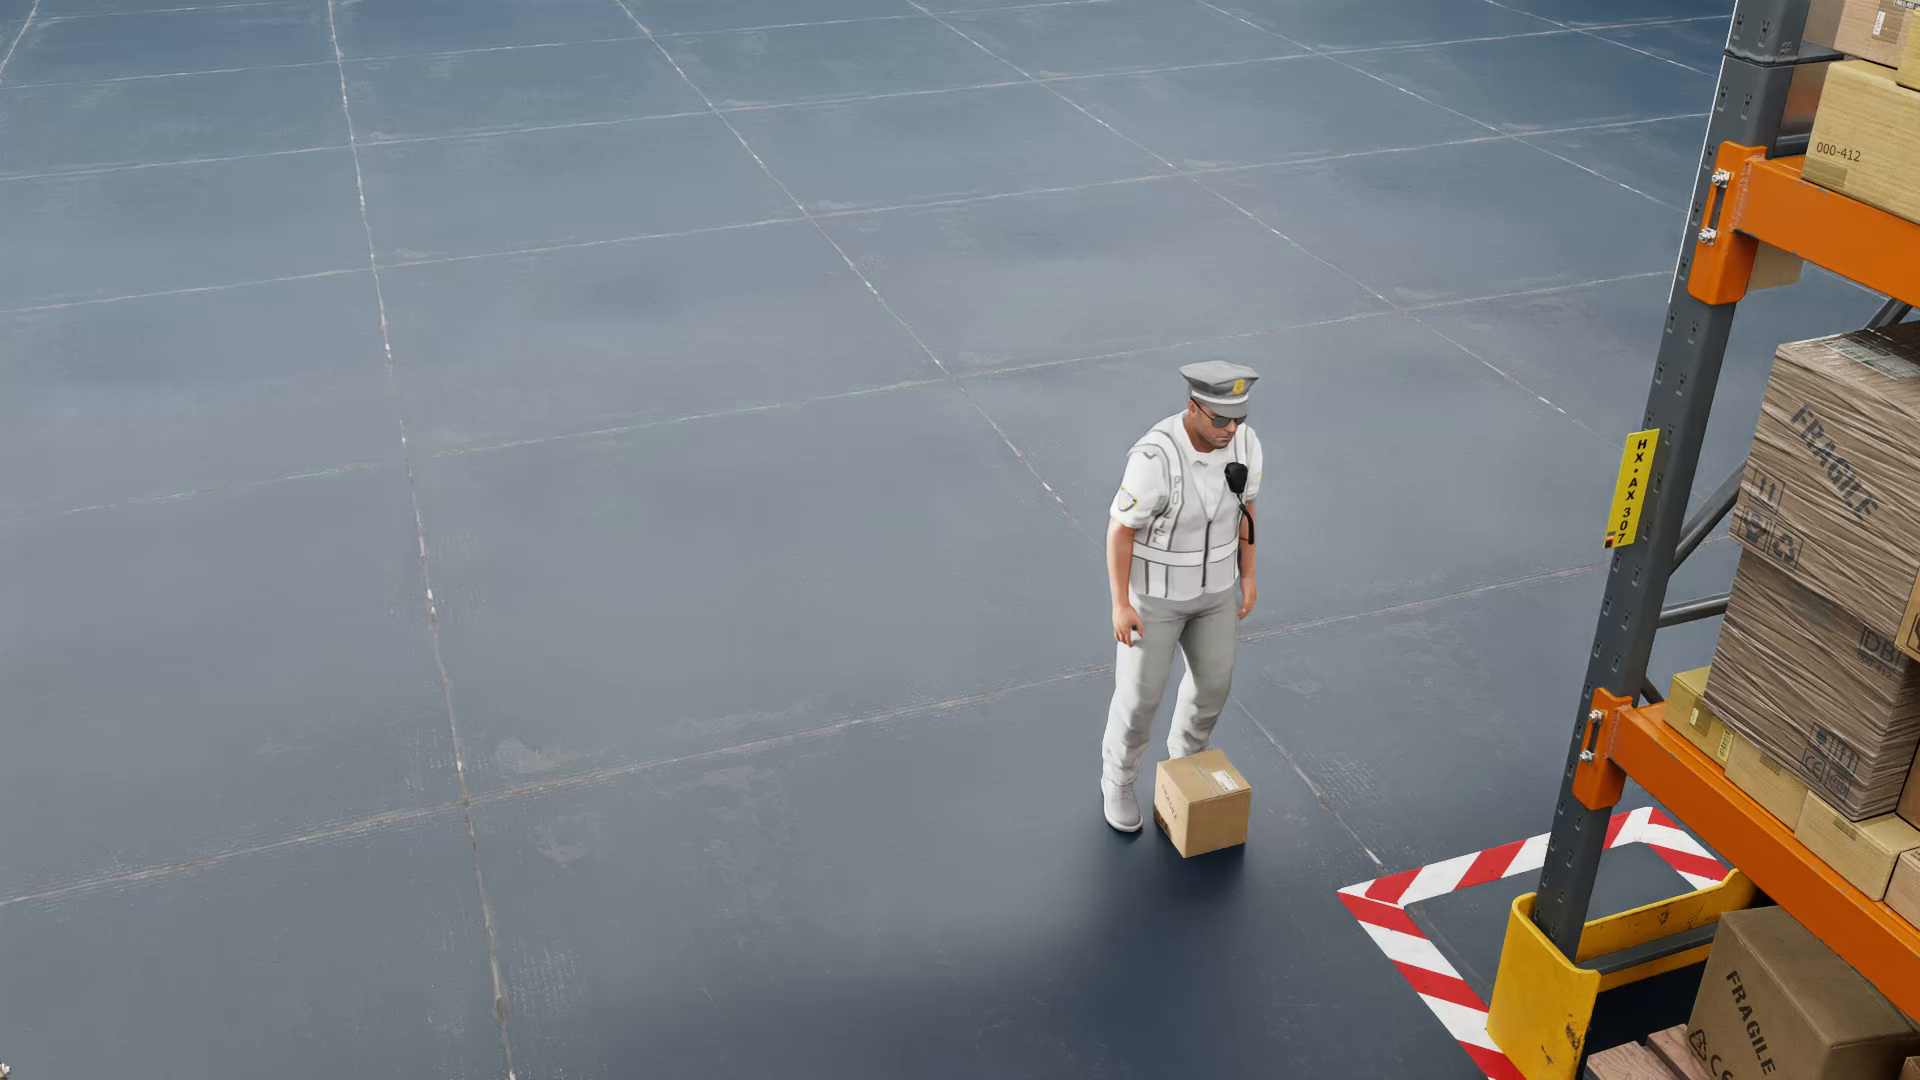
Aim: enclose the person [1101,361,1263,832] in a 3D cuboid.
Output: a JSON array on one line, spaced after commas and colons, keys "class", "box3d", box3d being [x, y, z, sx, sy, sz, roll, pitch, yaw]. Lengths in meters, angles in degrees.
[{"class": "person", "box3d": [0.769, 0.164, 5.833, 0.604, 1.747, 0.437, -12, 32, -21]}]
